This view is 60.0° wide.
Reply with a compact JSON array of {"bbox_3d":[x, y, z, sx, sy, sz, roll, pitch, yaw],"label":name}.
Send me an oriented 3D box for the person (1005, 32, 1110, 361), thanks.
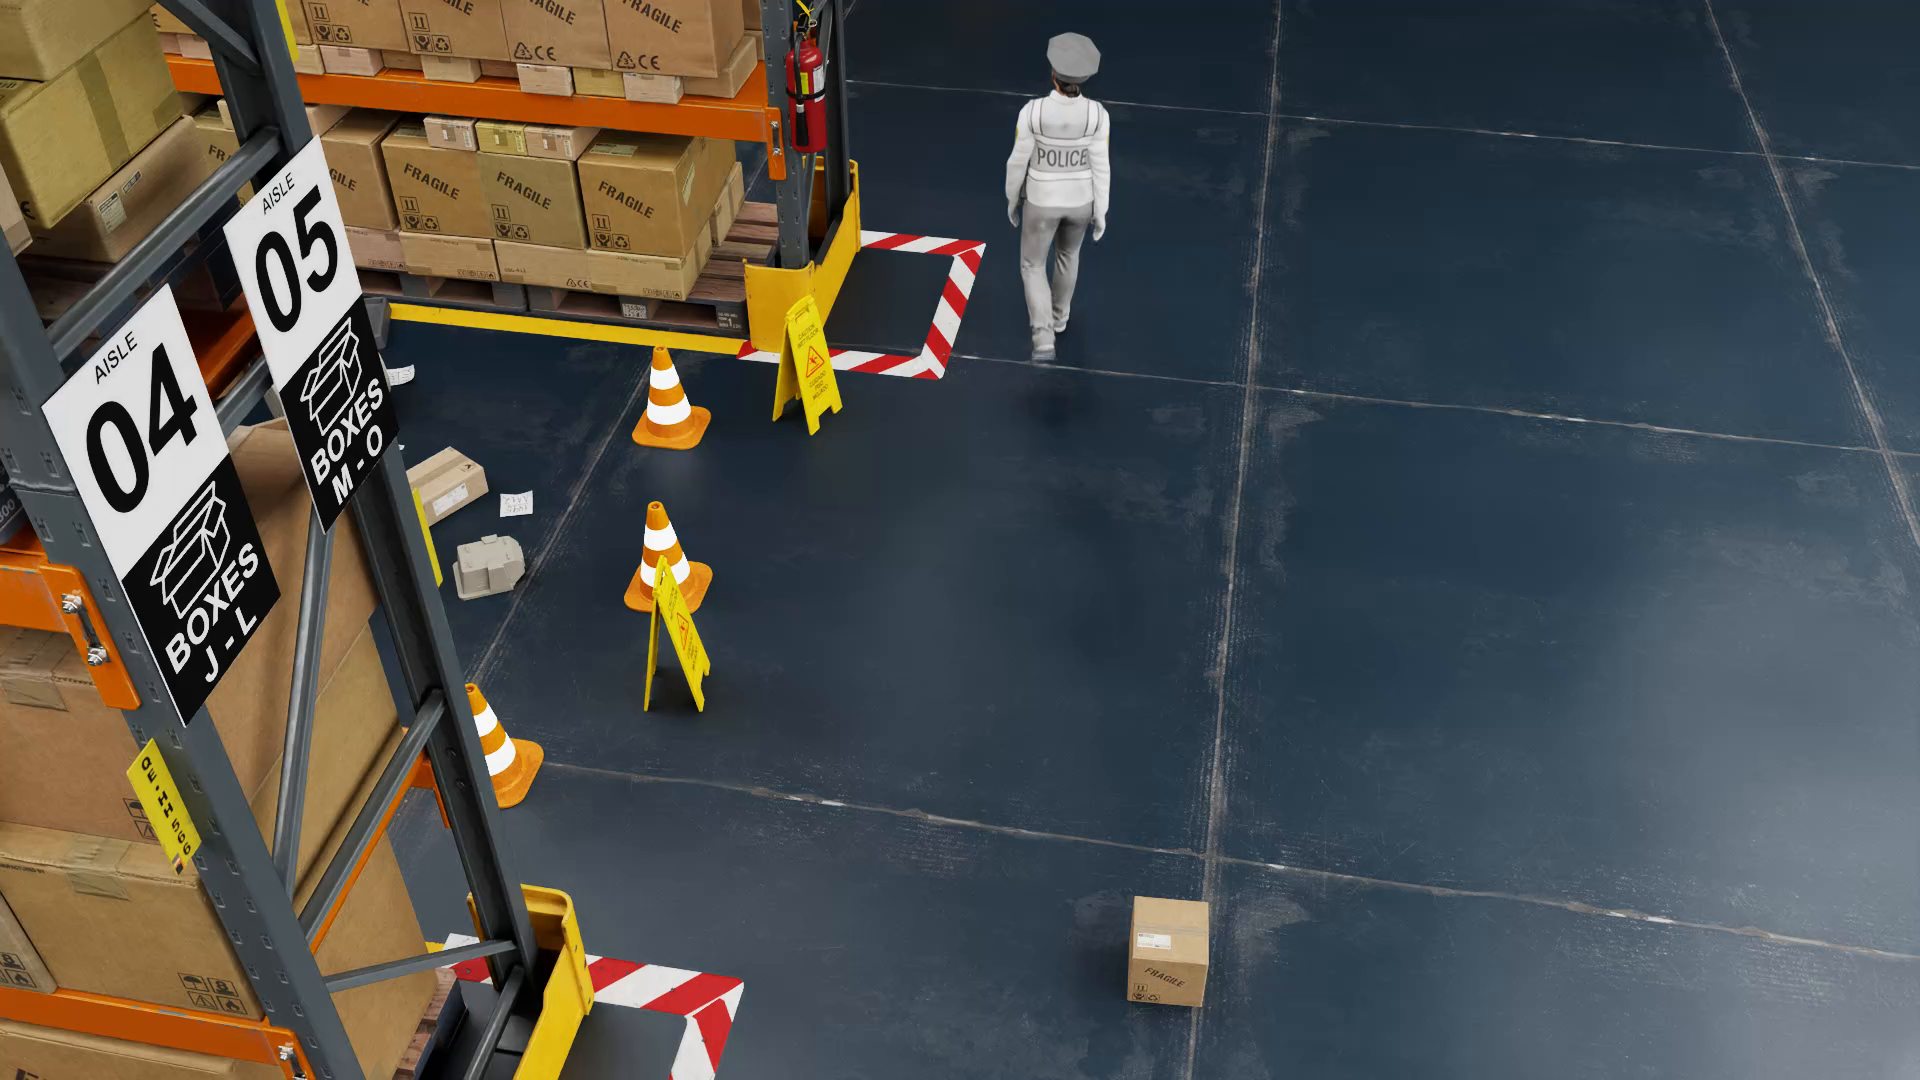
[{"bbox_3d":[0.465,-1.622,7.999,0.489,1.658,0.805,-2,41,-2],"label":"person"}]
